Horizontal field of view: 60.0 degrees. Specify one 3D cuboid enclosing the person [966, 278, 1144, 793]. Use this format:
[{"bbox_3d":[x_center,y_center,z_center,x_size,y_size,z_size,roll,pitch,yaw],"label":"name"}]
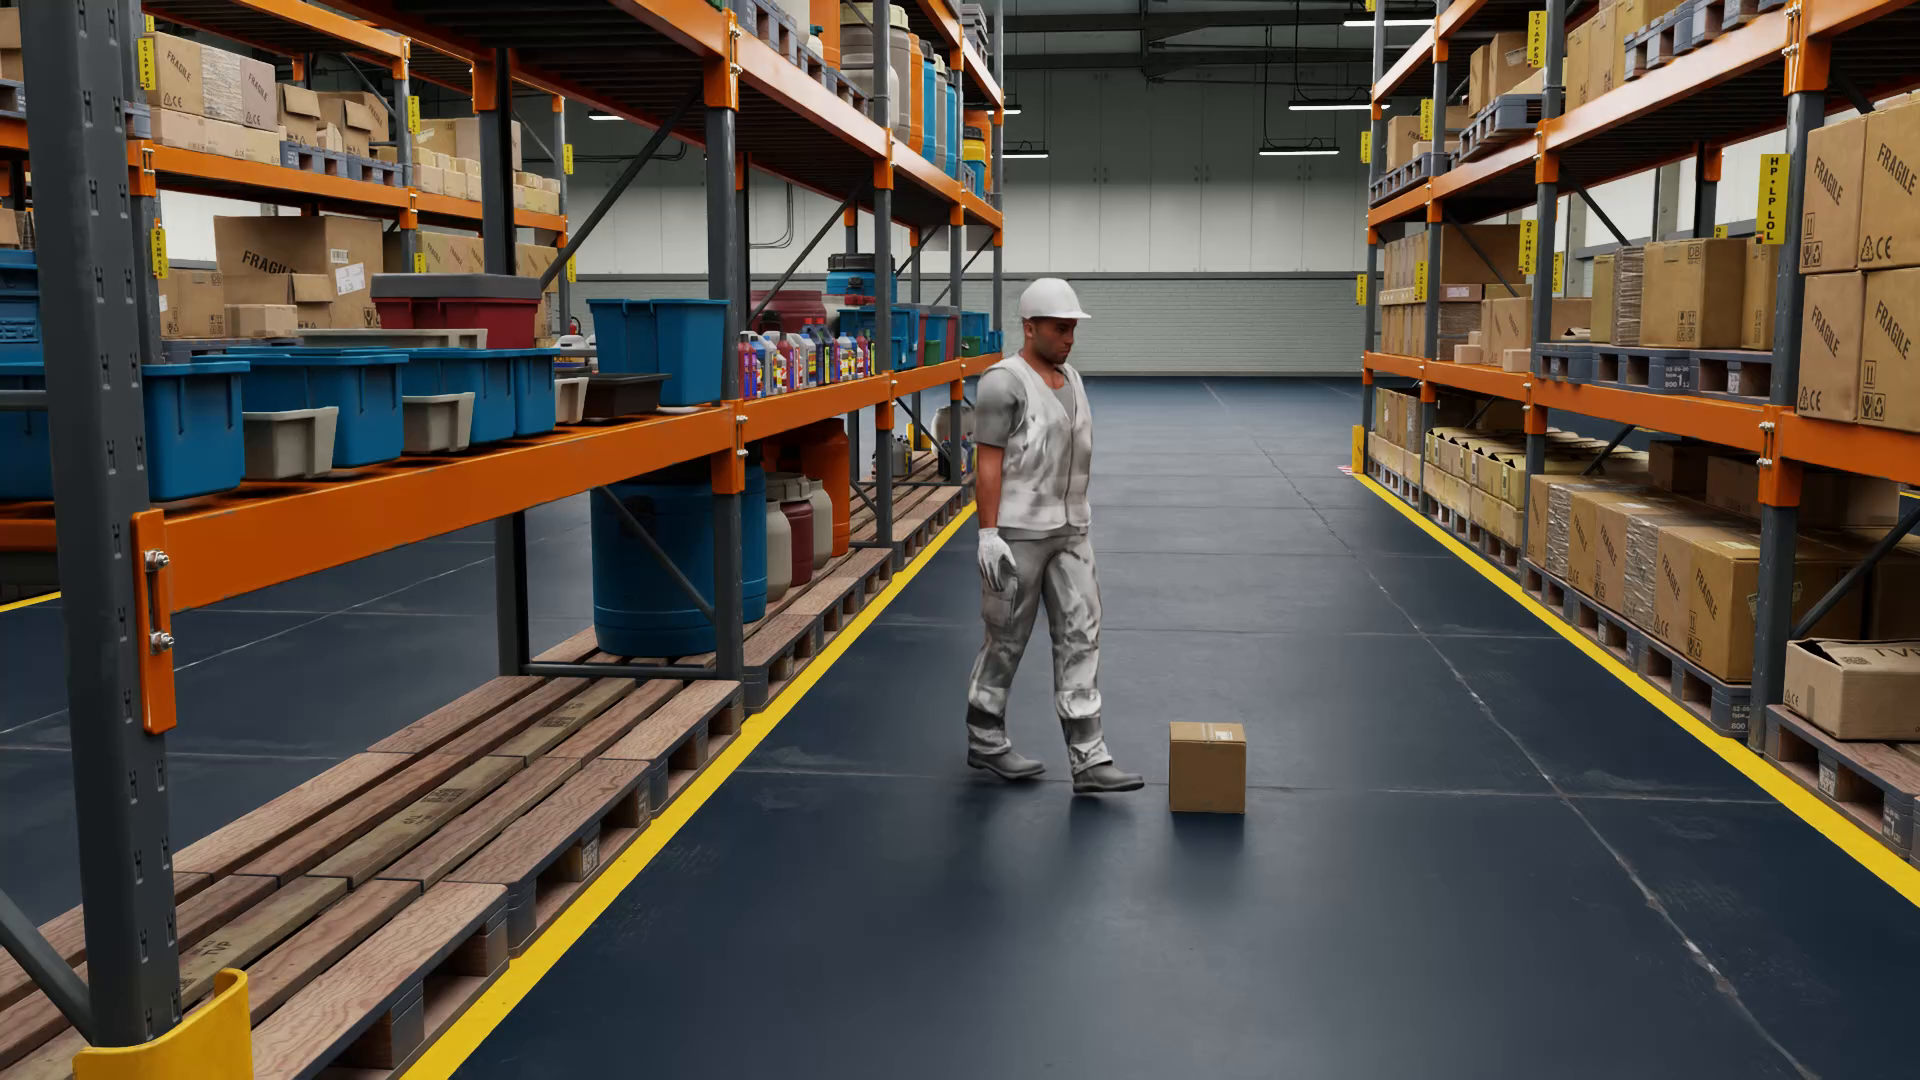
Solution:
[{"bbox_3d":[0.338,-0.006,5.740,0.566,1.777,0.763,-7,10,-42],"label":"person"}]
